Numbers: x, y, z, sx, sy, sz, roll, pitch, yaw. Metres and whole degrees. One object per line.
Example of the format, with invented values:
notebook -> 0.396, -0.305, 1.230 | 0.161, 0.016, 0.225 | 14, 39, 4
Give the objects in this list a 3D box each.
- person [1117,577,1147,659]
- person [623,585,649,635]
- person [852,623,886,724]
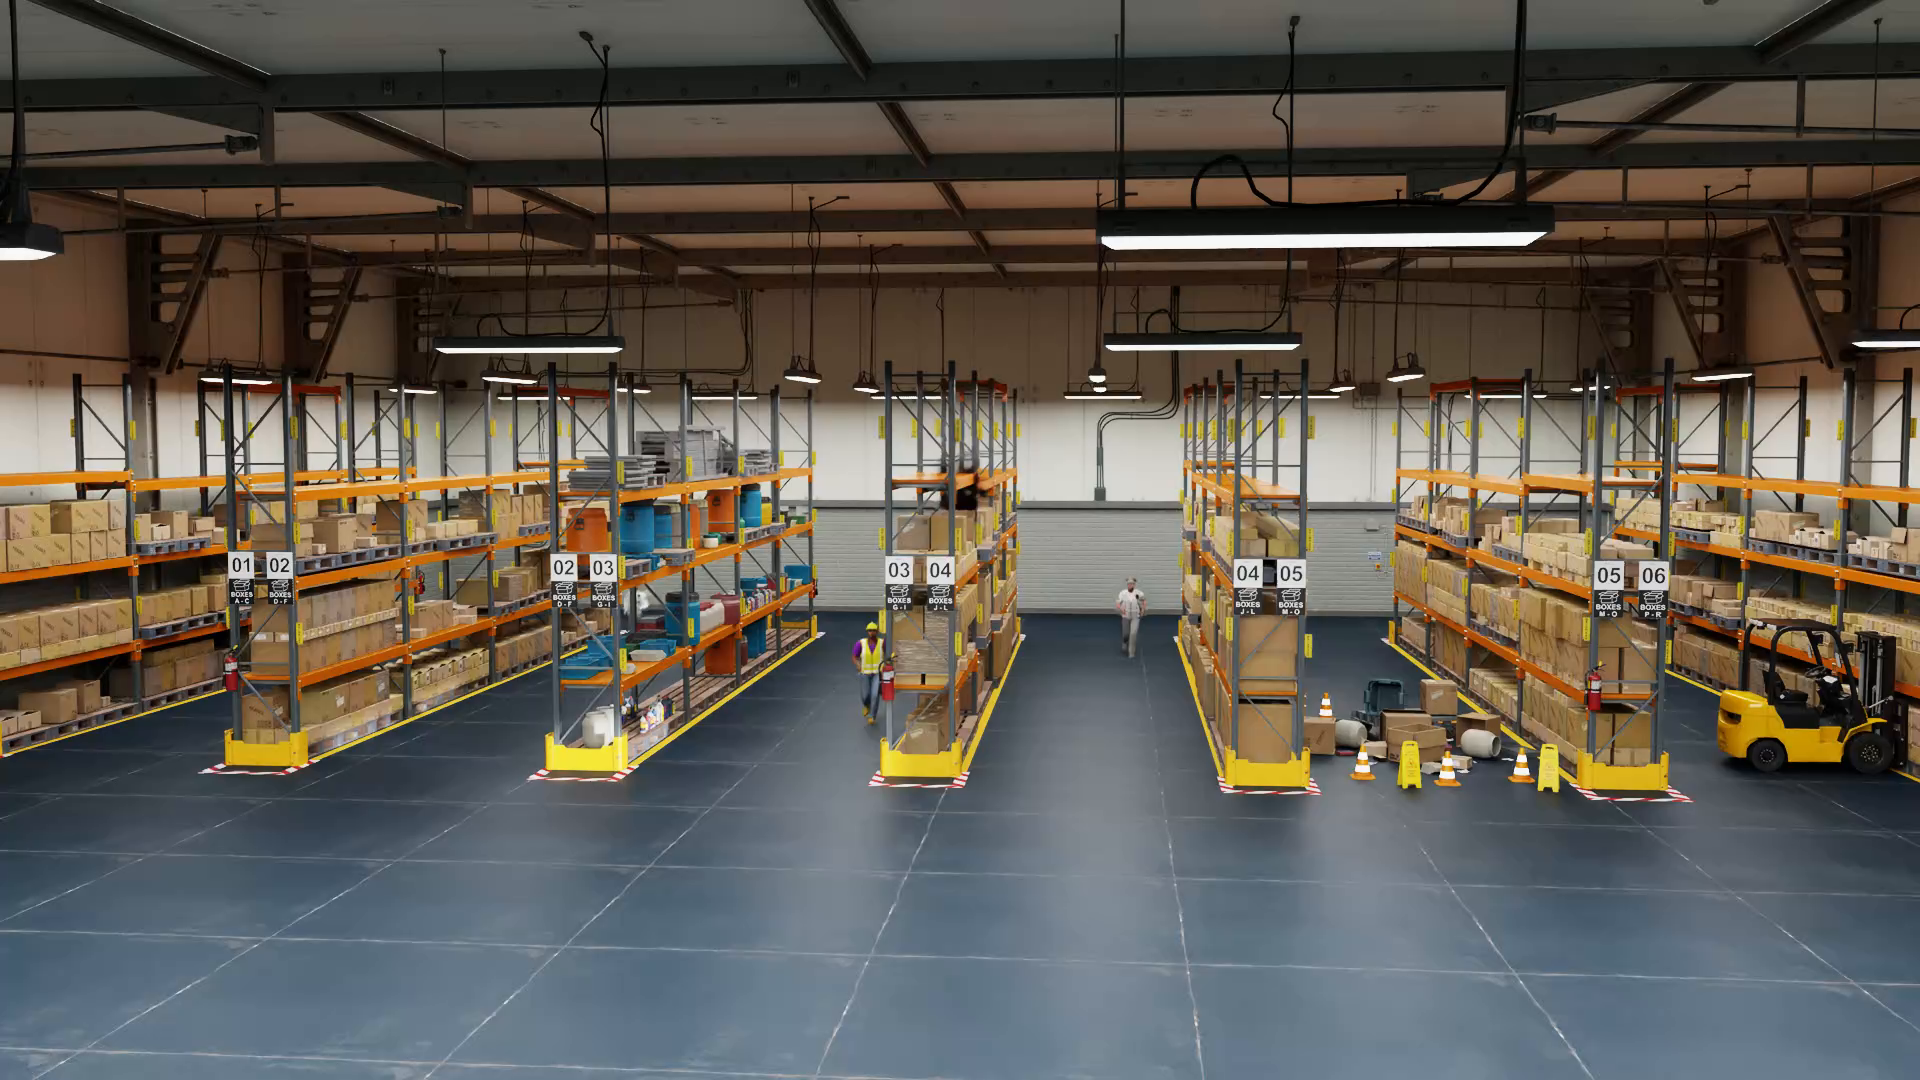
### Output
person -> 3.812, 1.711, 36.926 | 0.671, 1.782, 0.861 | 1, 4, 8
person -> -7.284, 1.708, 37.291 | 0.619, 1.702, 0.776 | 0, 4, 3
person -> -1.502, 2.271, 28.438 | 0.690, 1.722, 0.606 | 0, 4, -3
